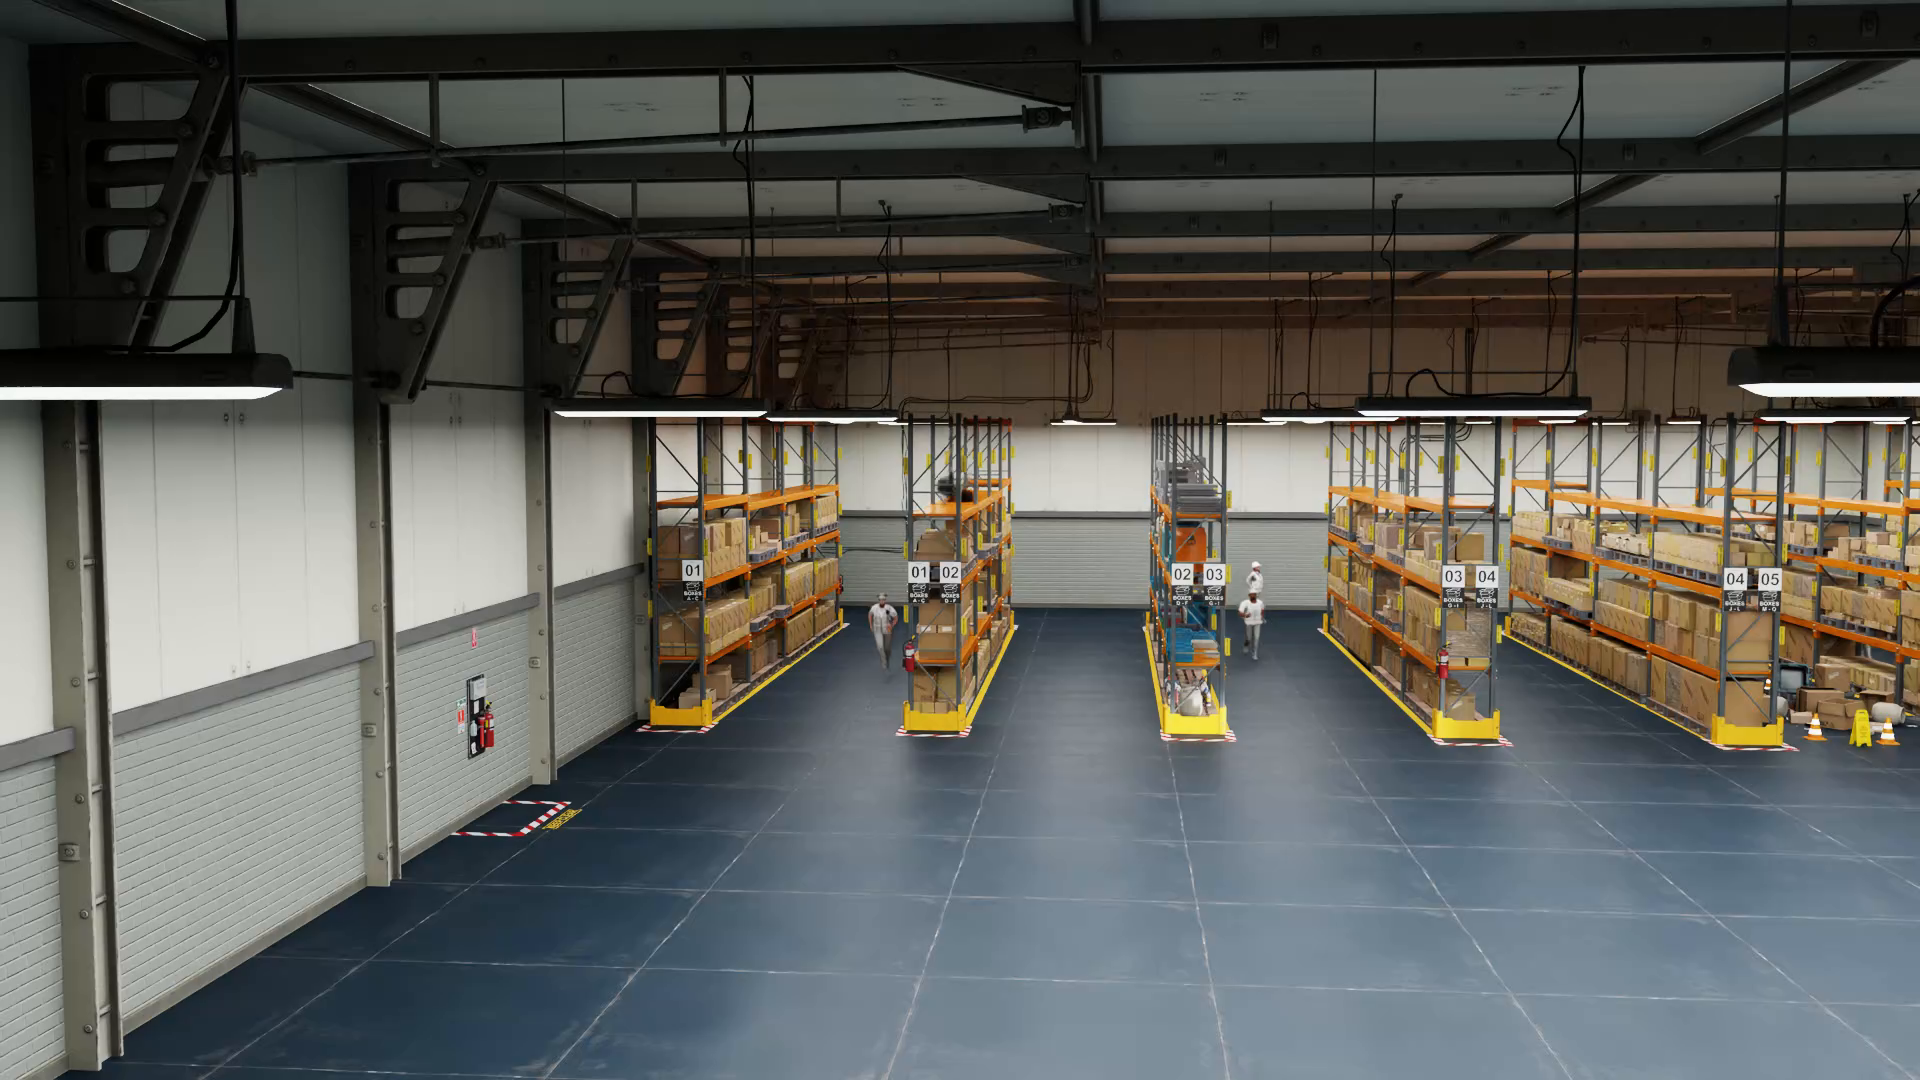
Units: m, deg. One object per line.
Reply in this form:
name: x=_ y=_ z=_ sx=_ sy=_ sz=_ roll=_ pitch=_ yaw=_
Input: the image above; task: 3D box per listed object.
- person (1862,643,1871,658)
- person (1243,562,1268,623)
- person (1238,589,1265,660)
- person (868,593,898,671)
person: x=21.731 y=2.187 z=40.083 sx=0.549 sy=1.668 sz=0.700 roll=0 pitch=4 yaw=1
person: x=8.654 y=1.526 z=48.864 sx=0.891 sy=1.771 sz=0.655 roll=2 pitch=5 yaw=32
person: x=7.241 y=2.071 z=41.228 sx=0.715 sy=1.741 sz=0.822 roll=0 pitch=4 yaw=-7
person: x=-1.752 y=2.075 z=37.729 sx=0.688 sy=1.768 sz=0.794 roll=0 pitch=4 yaw=2
